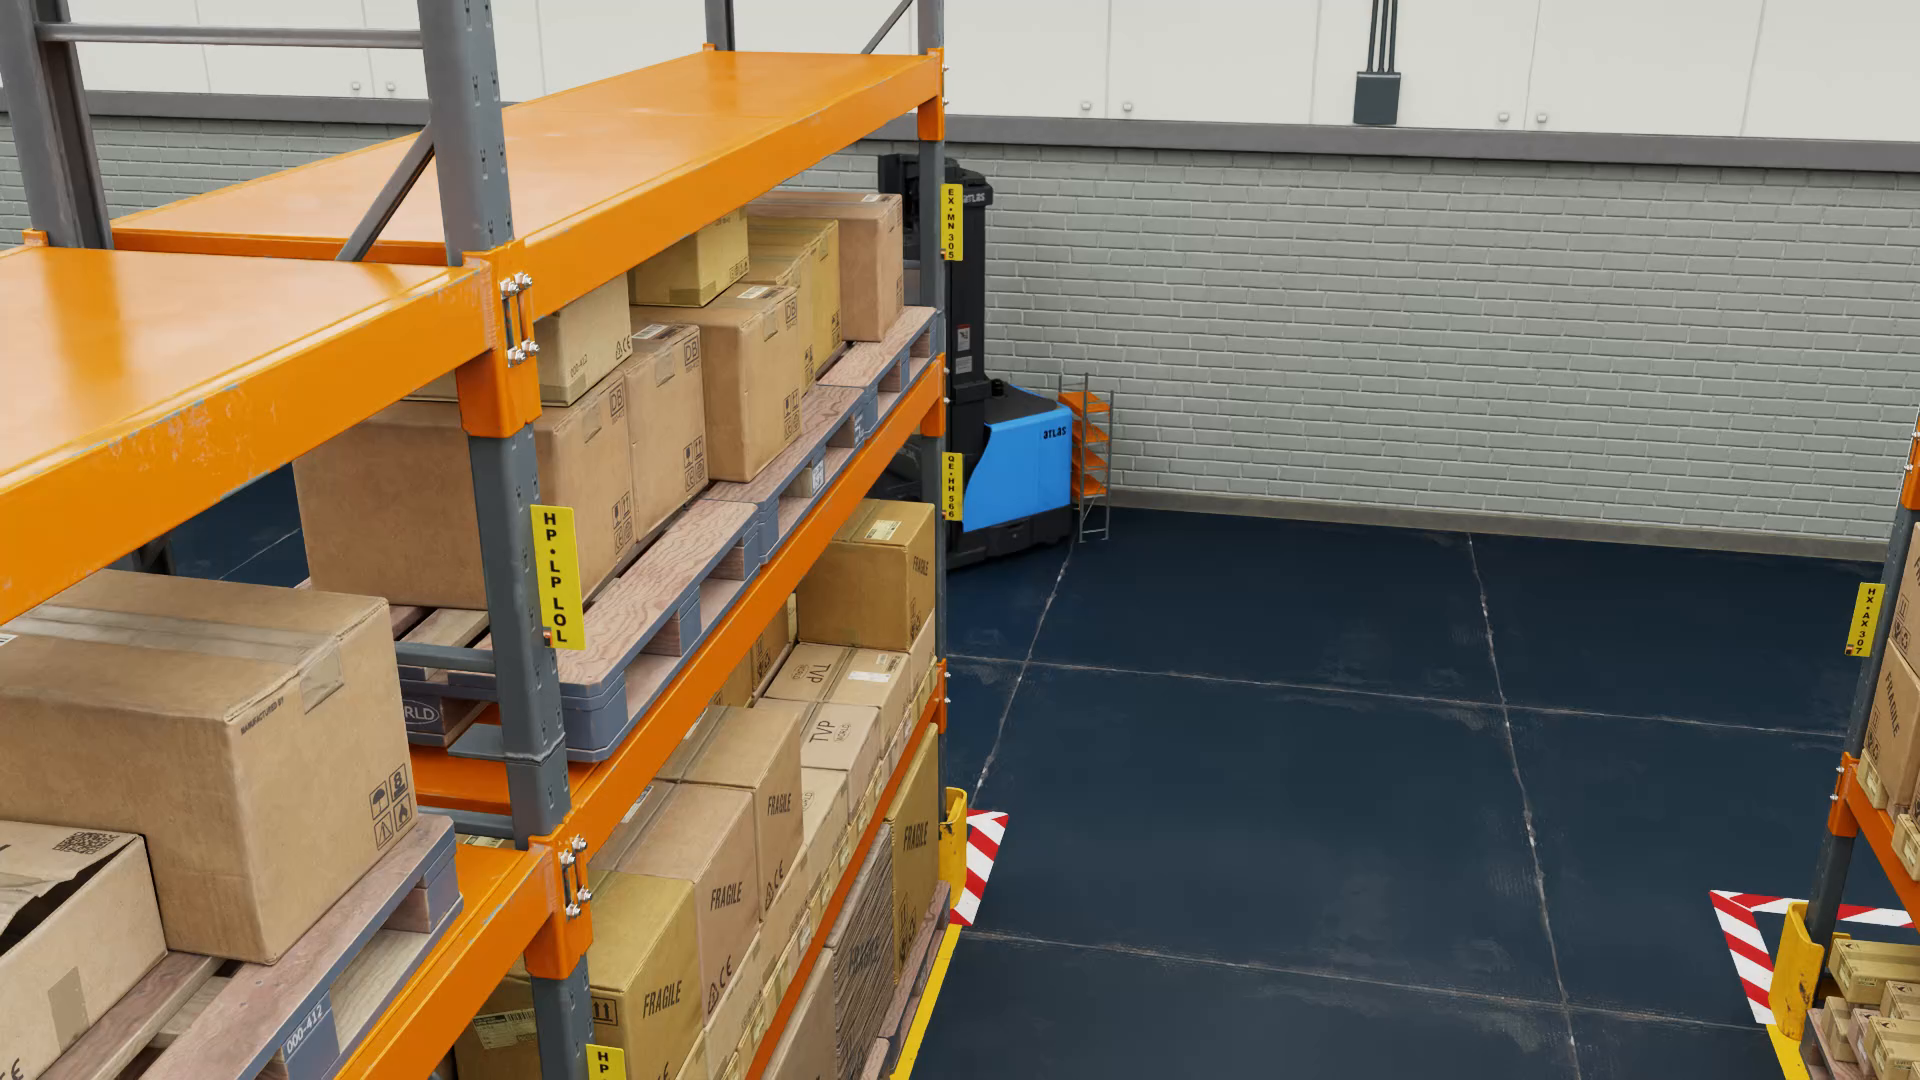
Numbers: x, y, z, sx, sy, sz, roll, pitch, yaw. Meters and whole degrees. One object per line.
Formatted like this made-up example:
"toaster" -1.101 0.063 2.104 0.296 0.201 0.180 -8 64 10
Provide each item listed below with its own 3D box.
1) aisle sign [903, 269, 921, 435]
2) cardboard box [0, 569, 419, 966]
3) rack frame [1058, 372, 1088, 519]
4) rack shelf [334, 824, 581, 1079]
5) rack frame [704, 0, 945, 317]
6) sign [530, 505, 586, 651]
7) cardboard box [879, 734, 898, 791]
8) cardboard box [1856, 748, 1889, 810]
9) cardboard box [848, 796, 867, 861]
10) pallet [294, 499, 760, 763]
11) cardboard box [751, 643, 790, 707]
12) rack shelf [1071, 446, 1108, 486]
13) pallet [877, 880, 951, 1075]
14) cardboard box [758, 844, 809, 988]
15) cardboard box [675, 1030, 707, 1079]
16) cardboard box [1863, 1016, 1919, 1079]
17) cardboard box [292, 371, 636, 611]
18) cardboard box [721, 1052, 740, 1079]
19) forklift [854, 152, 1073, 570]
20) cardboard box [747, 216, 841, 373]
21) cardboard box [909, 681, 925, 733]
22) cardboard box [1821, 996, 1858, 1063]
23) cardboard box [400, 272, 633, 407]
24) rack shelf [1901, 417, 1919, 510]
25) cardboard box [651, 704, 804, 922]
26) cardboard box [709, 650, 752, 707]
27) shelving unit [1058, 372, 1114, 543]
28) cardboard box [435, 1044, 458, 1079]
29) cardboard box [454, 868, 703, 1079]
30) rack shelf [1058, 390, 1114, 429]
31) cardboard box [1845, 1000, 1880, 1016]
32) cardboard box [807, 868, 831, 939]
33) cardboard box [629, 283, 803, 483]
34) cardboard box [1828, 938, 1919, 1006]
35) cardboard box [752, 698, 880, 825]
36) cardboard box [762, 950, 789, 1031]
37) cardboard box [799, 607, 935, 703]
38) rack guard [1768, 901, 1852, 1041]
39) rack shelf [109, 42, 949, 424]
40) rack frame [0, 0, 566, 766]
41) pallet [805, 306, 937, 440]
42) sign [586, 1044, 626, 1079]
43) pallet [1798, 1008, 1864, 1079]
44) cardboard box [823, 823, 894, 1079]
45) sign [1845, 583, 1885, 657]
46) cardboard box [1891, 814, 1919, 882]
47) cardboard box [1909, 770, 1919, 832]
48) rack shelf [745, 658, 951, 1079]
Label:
"aisle sign" -0.259 -0.851 7.472 0.394 0.787 0.004 4 22 11
"cardboard box" -1.492 0.401 3.131 0.700 0.500 0.500 5 22 12
"rack frame" 0.874 -0.723 13.041 0.240 1.200 0.015 -7 23 -18
"rack shelf" -1.791 1.495 2.075 1.077 0.370 4.000 4 22 11
"rack frame" -0.567 -2.425 6.829 1.000 3.000 0.127 4 22 11
"sign" -0.850 0.082 3.507 0.100 0.325 0.005 4 22 11
"cardboard box" -0.473 0.908 6.919 0.380 0.149 0.250 5 22 12
"cardboard box" 3.881 0.983 6.734 0.380 0.149 0.250 4 22 10
"cardboard box" -0.577 1.098 6.447 0.380 0.149 0.250 5 22 11
"pallet" -1.206 0.172 4.514 1.003 0.211 1.213 4 22 11
"cardboard box" -1.029 0.635 7.064 0.500 0.250 0.500 4 22 10
"rack shelf" 0.953 -0.574 12.852 0.258 0.148 0.480 -7 23 -18
"pallet" -0.654 1.950 7.729 1.003 0.211 1.213 4 22 11
"cardboard box" -0.824 1.229 5.589 0.500 0.250 0.500 5 22 12
"cardboard box" -1.031 1.601 4.667 0.500 0.250 0.500 4 22 10
"cardboard box" 3.713 1.983 6.373 0.380 0.149 0.250 4 22 11
"cardboard box" -1.282 -0.149 4.363 0.700 0.500 0.500 3 22 8
"cardboard box" -0.890 1.662 5.048 0.380 0.149 0.250 5 23 13
"forklift" -0.636 -1.183 11.869 3.031 2.935 1.130 -15 26 -33
"cardboard box" -0.853 -0.930 6.303 0.700 0.500 0.500 4 22 9
"cardboard box" -0.369 0.725 7.374 0.380 0.149 0.250 5 22 11
"cardboard box" 3.848 2.068 6.958 0.380 0.149 0.250 5 22 12
"cardboard box" -1.185 -0.549 4.354 0.500 0.250 0.500 3 22 7
"rack shelf" 3.860 0.447 4.677 1.077 0.370 4.000 4 22 11
"cardboard box" -0.825 0.879 5.455 0.500 0.500 0.500 4 22 9
"cardboard box" -1.131 0.470 6.471 0.500 0.500 0.500 4 22 9
"shelving unit" 0.953 -0.637 12.827 0.258 1.200 0.503 -7 23 -18
"cardboard box" -1.551 1.216 4.617 0.500 0.500 0.500 5 22 12
"cardboard box" -1.035 1.249 4.536 0.500 0.500 0.500 4 22 11
"rack shelf" 0.954 -1.001 12.681 0.258 0.148 0.480 -7 23 -18
"cardboard box" 3.910 1.935 6.890 0.380 0.149 0.250 5 23 13
"cardboard box" -0.681 1.284 5.986 0.380 0.149 0.250 4 22 9
"cardboard box" -0.923 -0.526 5.298 0.700 0.500 0.500 5 23 13
"cardboard box" 3.829 1.790 6.850 0.380 0.149 0.250 3 22 8
"cardboard box" -0.614 0.859 6.509 0.500 0.250 0.500 4 22 9
"cardboard box" -0.787 1.472 5.519 0.380 0.149 0.250 4 22 10
"cardboard box" -0.406 0.487 7.432 0.500 0.250 0.500 4 22 10
"rack guard" 4.253 1.960 7.317 1.175 0.500 0.348 4 22 11
"rack shelf" -0.975 -1.174 5.222 1.077 0.370 4.000 4 22 11
"rack frame" -1.383 -0.962 3.196 1.000 3.000 0.127 4 22 11
"pallet" -0.708 -0.720 6.730 1.003 0.211 1.213 4 22 11
"sign" -0.850 1.358 4.022 0.100 0.325 0.005 4 22 11
"pallet" 4.052 2.389 6.640 1.003 0.211 1.213 4 22 11
"cardboard box" -0.805 1.722 6.845 0.875 0.875 0.875 4 22 11
"sign" 3.737 0.330 6.860 0.100 0.325 0.005 4 22 11
"cardboard box" 3.762 1.174 6.261 0.380 0.149 0.250 4 22 9
"cardboard box" 3.822 0.930 5.998 0.500 0.500 0.500 5 22 11
"rack shelf" -0.975 1.423 6.268 1.077 0.370 4.000 4 22 11
